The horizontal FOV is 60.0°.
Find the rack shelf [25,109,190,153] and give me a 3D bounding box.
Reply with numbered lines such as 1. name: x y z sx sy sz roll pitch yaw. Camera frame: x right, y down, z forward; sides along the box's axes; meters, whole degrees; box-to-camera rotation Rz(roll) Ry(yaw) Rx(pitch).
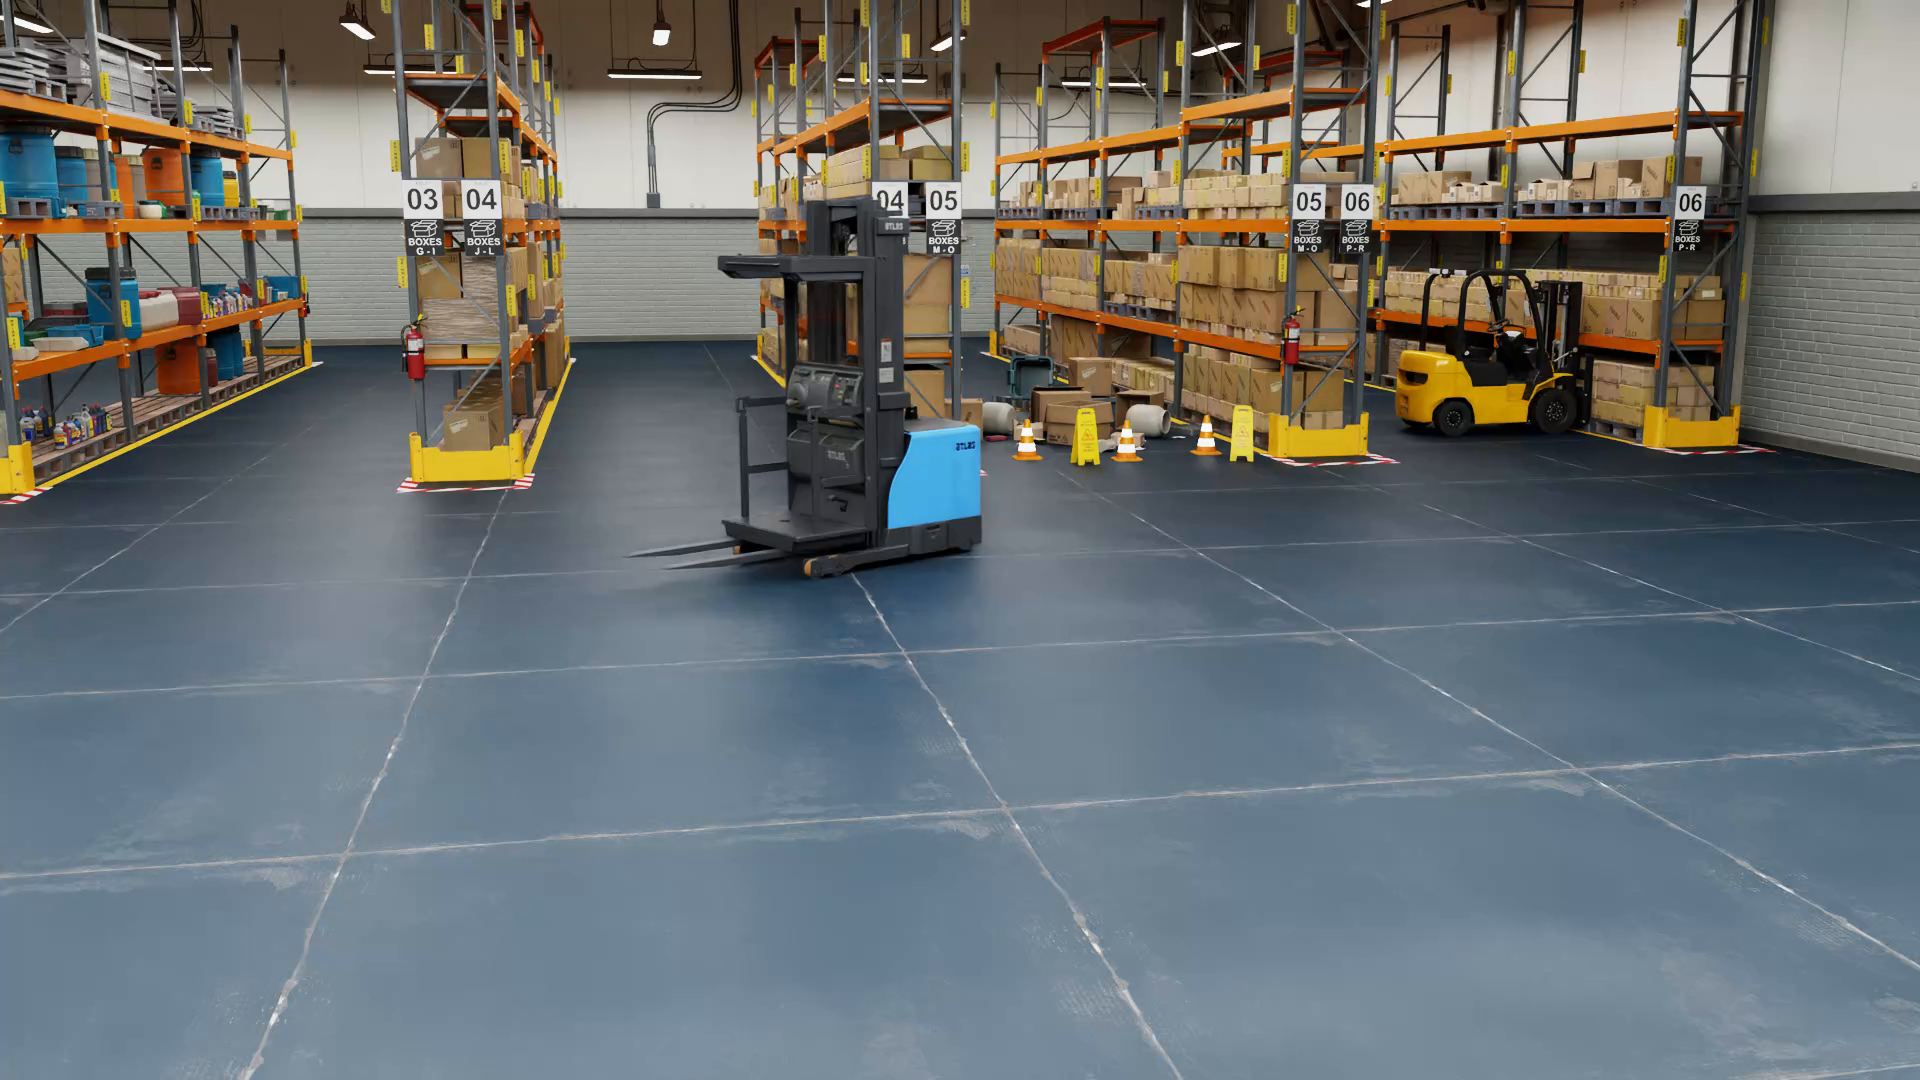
1. rack shelf: -11.400 -5.454 22.279 1.077 0.370 4.000 -2 11 -11

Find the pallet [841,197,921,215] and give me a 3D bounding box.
1. pallet: -0.885 -4.088 20.369 1.003 0.211 1.213 -2 11 -11

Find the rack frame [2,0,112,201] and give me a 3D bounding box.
1. rack frame: -11.011 -5.637 20.247 1.000 3.000 0.127 -2 11 -11

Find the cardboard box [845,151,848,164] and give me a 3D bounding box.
1. cardboard box: -1.185 -4.625 20.099 0.380 0.149 0.250 -2 11 -11

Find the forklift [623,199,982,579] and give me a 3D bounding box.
1. forklift: -1.256 -1.240 13.375 3.031 2.935 1.130 -9 14 -40

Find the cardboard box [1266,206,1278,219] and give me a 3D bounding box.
1. cardboard box: 3.922 -3.947 20.060 0.380 0.149 0.250 -2 11 -11

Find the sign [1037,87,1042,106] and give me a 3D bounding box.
1. sign: 1.463 -8.166 30.611 0.100 0.325 0.005 -2 11 -11

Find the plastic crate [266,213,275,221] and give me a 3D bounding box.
1. plastic crate: -12.700 -5.865 30.171 0.437 0.136 0.530 -2 11 -11

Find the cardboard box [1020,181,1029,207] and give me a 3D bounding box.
1. cardboard box: 1.479 -6.834 32.901 0.500 0.500 0.500 -2 11 -10

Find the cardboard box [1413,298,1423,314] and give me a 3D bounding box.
1. cardboard box: 7.705 -3.795 27.013 0.500 0.250 0.500 -2 11 -13

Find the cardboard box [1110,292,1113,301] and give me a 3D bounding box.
1. cardboard box: 2.671 -3.981 27.137 0.380 0.149 0.250 -3 11 -14

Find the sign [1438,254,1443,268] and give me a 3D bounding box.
1. sign: 8.202 -4.735 28.455 0.100 0.325 0.005 -2 11 -11

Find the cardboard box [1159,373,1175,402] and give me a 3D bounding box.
1. cardboard box: 3.464 -2.242 24.359 0.950 0.372 0.625 -2 11 -10

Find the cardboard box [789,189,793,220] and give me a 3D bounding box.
1. cardboard box: -2.516 -5.475 27.150 0.500 0.500 0.500 -2 11 -11

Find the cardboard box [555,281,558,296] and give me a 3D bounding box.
1. cardboard box: -7.635 -4.597 30.432 0.500 0.250 0.500 -2 11 -11

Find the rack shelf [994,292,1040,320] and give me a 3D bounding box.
1. rack shelf: 1.623 -4.711 33.351 1.077 0.370 4.000 -2 11 -11

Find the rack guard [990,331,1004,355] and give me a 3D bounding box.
1. rack guard: 1.230 -4.208 35.468 1.175 0.500 0.348 -2 11 -11

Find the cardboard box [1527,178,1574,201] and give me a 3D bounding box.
1. cardboard box: 8.359 -4.936 23.430 0.500 0.311 0.500 -2 11 -10

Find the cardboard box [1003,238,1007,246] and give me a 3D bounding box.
1. cardboard box: 1.091 -6.118 34.141 0.380 0.149 0.250 -2 11 -9

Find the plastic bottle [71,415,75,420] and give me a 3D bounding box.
1. plastic bottle: -10.598 -1.361 19.915 0.061 0.283 0.133 -2 11 -11

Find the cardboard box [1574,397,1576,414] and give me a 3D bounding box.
1. cardboard box: 8.514 -1.886 22.816 0.500 0.250 0.500 -2 11 -9

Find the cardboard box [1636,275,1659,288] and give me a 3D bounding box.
1. cardboard box: 8.860 -3.294 21.184 0.380 0.149 0.250 -2 11 -11

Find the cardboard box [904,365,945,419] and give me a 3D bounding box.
1. cardboard box: -0.686 -1.583 19.550 0.875 0.875 0.875 -2 11 -11

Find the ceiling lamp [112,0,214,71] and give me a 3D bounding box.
1. ceiling lamp: -16.272 -11.109 33.382 2.000 3.185 0.800 -2 11 -11

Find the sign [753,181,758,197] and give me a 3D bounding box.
1. sign: -4.134 -7.116 33.702 0.100 0.325 0.005 -2 11 -11

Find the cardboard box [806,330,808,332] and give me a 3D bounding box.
1. cardboard box: -2.628 -3.414 28.169 0.500 0.250 0.500 -2 11 -10

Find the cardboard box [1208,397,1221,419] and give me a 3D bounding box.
1. cardboard box: 3.639 -1.773 22.222 0.500 0.250 0.500 -2 11 -12

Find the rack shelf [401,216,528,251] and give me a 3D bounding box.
1. rack shelf: -5.764 -3.624 19.614 1.077 0.370 4.000 -2 11 -11

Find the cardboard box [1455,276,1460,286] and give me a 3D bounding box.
1. cardboard box: 7.918 -4.021 25.800 0.380 0.149 0.250 -2 11 -12

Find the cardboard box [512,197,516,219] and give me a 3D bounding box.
1. cardboard box: -5.520 -3.915 19.621 0.500 0.250 0.500 -2 11 -9

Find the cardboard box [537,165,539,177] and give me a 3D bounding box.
1. cardboard box: -8.103 -6.847 30.960 0.500 0.250 0.500 -2 11 -13

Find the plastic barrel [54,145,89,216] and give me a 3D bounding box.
1. plastic barrel: -11.323 -4.495 20.929 0.600 0.901 0.708 -2 11 -11

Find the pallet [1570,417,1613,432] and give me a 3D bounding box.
1. pallet: 8.791 -1.670 22.908 1.003 0.211 1.213 -2 11 -11

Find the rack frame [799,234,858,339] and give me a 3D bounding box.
1. rack frame: -2.046 -3.766 26.459 1.000 3.000 0.127 -2 11 -11

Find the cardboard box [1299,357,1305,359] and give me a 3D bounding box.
1. cardboard box: 6.754 -3.760 31.994 0.500 0.500 0.500 -2 11 -9

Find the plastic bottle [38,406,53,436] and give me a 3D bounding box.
1. plastic bottle: -11.120 -1.447 20.185 0.144 0.351 0.185 -2 11 -11

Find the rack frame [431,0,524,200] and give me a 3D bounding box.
1. rack frame: -6.152 -5.817 21.193 1.000 3.000 0.127 -2 11 -11

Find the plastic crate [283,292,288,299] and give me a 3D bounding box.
1. plastic crate: -13.009 -4.648 31.639 0.396 0.136 0.243 -2 11 -11

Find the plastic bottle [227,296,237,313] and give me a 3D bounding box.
1. plastic bottle: -12.004 -3.876 27.372 0.152 0.276 0.135 -2 11 -11

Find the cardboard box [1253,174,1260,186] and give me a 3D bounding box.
1. cardboard box: 3.871 -4.478 20.721 0.380 0.149 0.250 -2 11 -11

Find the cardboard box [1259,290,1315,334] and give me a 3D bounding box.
1. cardboard box: 3.970 -2.782 20.226 0.500 0.500 0.500 -2 11 -12

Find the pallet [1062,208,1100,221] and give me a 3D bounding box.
1. pallet: 2.393 -5.666 28.926 1.003 0.211 1.213 -2 11 -8

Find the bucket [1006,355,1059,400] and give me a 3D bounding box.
1. bucket: 1.020 -2.230 23.078 0.726 0.611 0.620 2 1 9

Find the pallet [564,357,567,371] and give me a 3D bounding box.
1. pallet: -8.020 -3.334 31.649 1.003 0.211 1.213 -2 11 -11

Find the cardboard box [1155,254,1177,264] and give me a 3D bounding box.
1. cardboard box: 3.110 -4.153 24.574 0.380 0.149 0.250 -2 11 -13

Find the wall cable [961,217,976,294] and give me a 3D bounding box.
1. wall cable: 0.115 -6.979 40.542 0.585 1.953 0.123 -2 11 -11

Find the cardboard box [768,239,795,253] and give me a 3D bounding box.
1. cardboard box: -3.372 -5.451 31.577 0.500 0.500 0.500 -2 11 -10

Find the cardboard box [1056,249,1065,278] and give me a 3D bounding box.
1. cardboard box: 2.037 -4.963 29.806 0.500 0.500 0.500 -2 11 -12

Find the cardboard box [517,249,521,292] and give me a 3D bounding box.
1. cardboard box: -5.506 -3.209 19.796 0.500 0.500 0.500 -2 11 -11

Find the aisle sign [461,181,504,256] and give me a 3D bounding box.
1. aisle sign: -5.068 -3.413 17.654 0.394 0.787 0.004 -2 11 -11

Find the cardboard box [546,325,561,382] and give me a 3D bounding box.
1. cardboard box: -7.210 -3.057 27.297 1.225 0.875 0.875 -2 11 -11

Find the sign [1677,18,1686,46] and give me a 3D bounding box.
1. sign: 8.679 -6.106 19.999 0.100 0.325 0.005 -2 11 -11

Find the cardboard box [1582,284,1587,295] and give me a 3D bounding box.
1. cardboard box: 8.639 -3.383 22.445 0.380 0.149 0.250 -2 11 -11
